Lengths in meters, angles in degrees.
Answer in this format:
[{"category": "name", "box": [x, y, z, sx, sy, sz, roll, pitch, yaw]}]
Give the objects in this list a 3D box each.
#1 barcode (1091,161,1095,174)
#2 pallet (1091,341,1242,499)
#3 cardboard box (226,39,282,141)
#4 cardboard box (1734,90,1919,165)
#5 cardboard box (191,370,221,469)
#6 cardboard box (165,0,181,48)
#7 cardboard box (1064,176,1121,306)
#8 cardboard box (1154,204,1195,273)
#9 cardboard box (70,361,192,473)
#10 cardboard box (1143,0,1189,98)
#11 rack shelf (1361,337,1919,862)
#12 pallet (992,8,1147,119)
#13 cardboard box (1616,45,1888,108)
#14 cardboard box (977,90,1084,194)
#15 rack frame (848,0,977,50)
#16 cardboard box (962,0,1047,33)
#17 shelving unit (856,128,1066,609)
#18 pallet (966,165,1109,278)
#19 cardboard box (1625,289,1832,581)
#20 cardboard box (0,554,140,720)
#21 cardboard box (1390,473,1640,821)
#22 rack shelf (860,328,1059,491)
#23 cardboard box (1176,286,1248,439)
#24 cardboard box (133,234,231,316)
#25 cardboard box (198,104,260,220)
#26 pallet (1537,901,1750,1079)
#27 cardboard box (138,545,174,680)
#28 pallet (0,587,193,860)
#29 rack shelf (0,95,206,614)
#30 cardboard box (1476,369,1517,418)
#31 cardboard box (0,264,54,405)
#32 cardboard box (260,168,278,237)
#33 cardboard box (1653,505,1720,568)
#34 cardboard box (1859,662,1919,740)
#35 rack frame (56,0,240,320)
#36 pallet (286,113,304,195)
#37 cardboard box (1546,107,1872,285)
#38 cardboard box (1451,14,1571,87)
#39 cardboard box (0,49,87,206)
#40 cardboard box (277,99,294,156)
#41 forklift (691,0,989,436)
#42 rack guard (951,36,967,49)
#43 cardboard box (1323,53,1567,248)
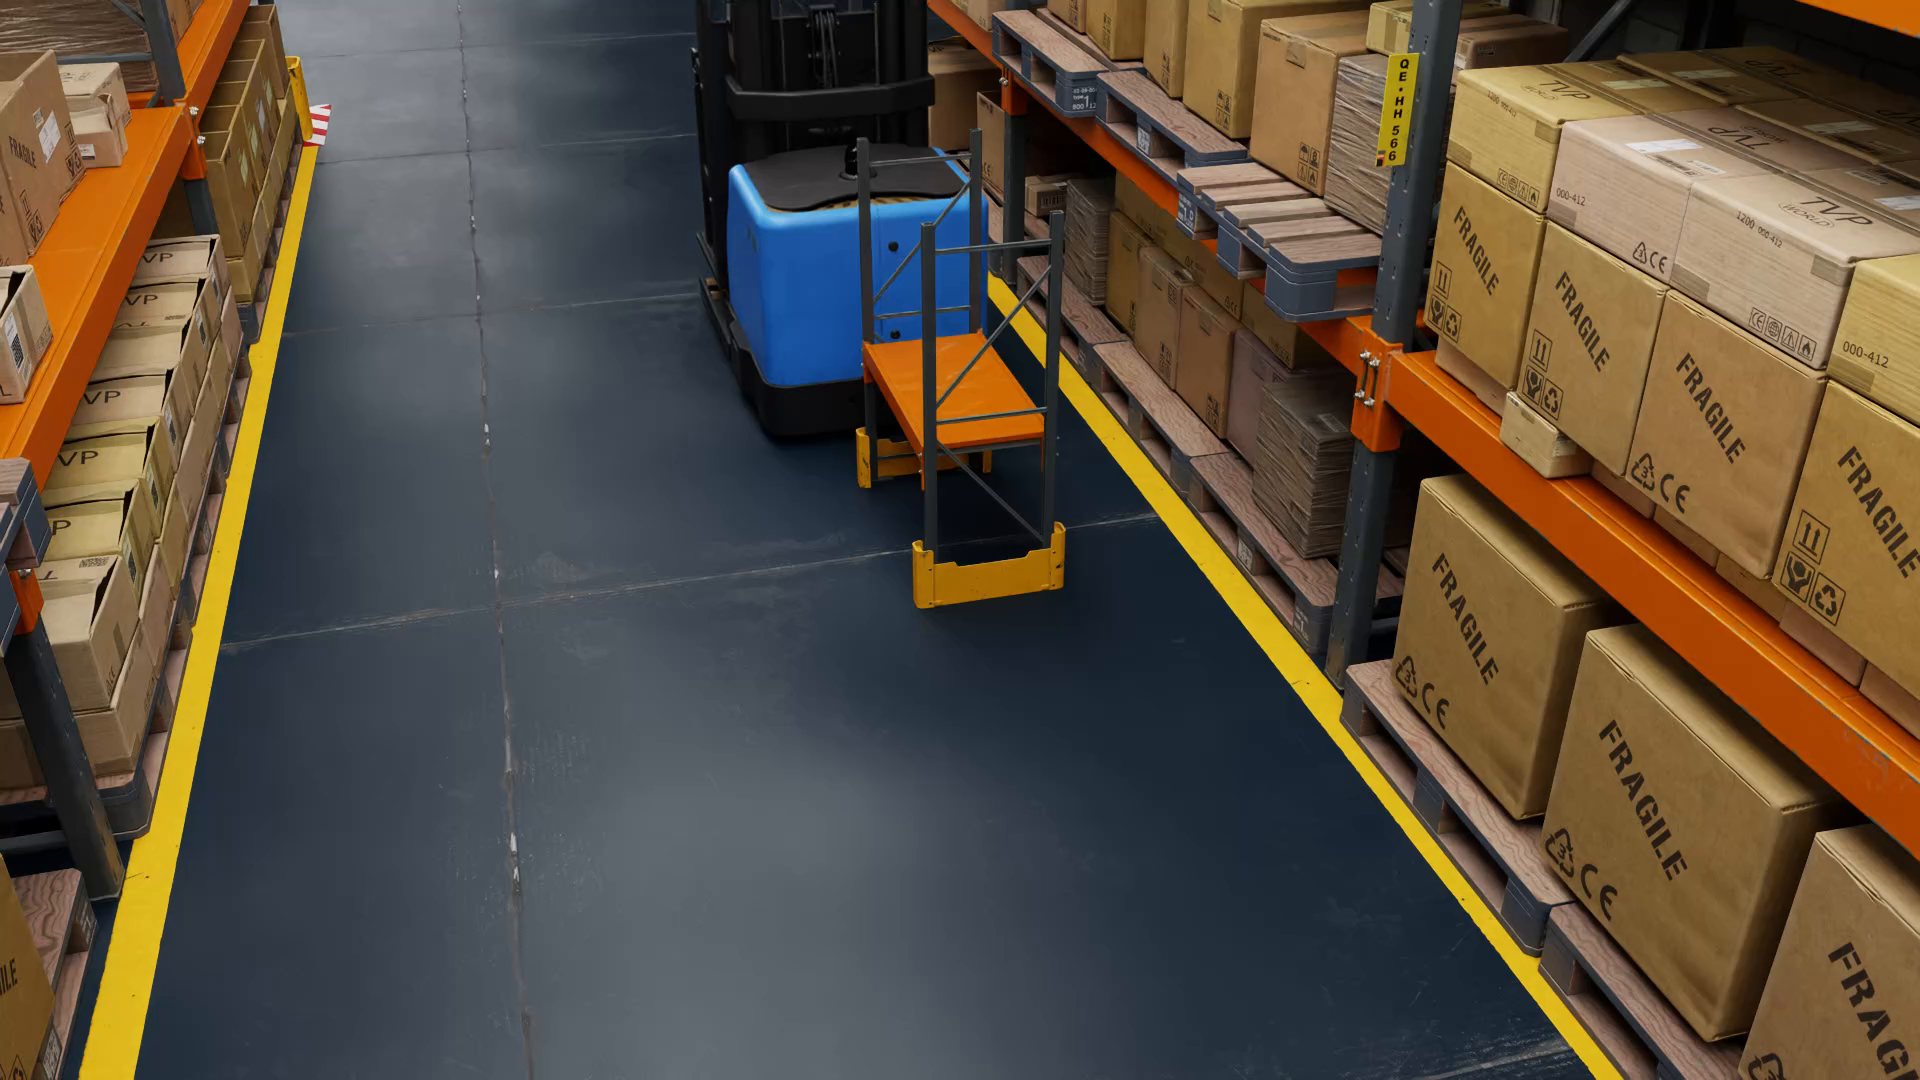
[{"category": "barcode", "box": [0.797, -2.228, 9.940, 0.001, 0.075, 0.075, -8, 31, -13]}, {"category": "pallet", "box": [1.268, -0.617, 7.605, 1.003, 0.211, 1.213, -8, 31, -13]}, {"category": "cardboard box", "box": [-4.395, -2.677, 9.958, 0.500, 0.500, 0.500, -8, 31, -13]}, {"category": "cardboard box", "box": [2.299, -0.928, 4.194, 0.500, 0.250, 0.500, -9, 31, -15]}, {"category": "cardboard box", "box": [-3.384, -0.468, 6.890, 0.500, 0.250, 0.500, -7, 31, -12]}, {"category": "cardboard box", "box": [-4.312, -2.640, 8.217, 0.700, 0.500, 0.500, -8, 31, -14]}, {"category": "cardboard box", "box": [0.944, -1.545, 8.482, 0.700, 0.500, 0.500, -7, 31, -12]}, {"category": "cardboard box", "box": [1.206, -1.407, 7.494, 0.500, 0.250, 0.500, -9, 31, -15]}, {"category": "cardboard box", "box": [-3.254, -0.471, 6.336, 0.500, 0.311, 0.500, -8, 31, -14]}, {"category": "cardboard box", "box": [1.181, -2.189, 6.998, 0.700, 0.500, 0.500, -4, 30, -6]}, {"category": "rack shelf", "box": [2.326, 0.419, 3.749, 1.077, 0.370, 4.000, -8, 31, -13]}, {"category": "pallet", "box": [0.796, -2.318, 7.953, 1.003, 0.211, 1.213, -8, 31, -13]}, {"category": "cardboard box", "box": [2.165, -1.179, 4.627, 0.500, 0.250, 0.500, -7, 31, -12]}, {"category": "cardboard box", "box": [0.419, -2.395, 9.949, 0.500, 0.500, 0.500, -10, 32, -17]}, {"category": "rack frame", "box": [-0.329, -4.722, 11.914, 1.000, 3.000, 0.127, -8, 31, -13]}, {"category": "cardboard box", "box": [0.315, -2.922, 8.934, 0.500, 0.250, 0.500, -8, 31, -13]}, {"category": "shelving unit", "box": [-0.020, -0.686, 6.438, 0.587, 1.500, 1.083, -8, 31, -13]}, {"category": "pallet", "box": [0.521, -1.903, 9.827, 1.003, 0.211, 1.213, -8, 31, -13]}, {"category": "cardboard box", "box": [1.938, -0.276, 3.816, 0.500, 0.500, 0.500, -8, 31, -13]}, {"category": "cardboard box", "box": [-2.836, 0.276, 5.045, 0.500, 0.311, 0.500, -7, 31, -12]}, {"category": "cardboard box", "box": [1.863, 0.263, 5.028, 0.750, 0.750, 0.750, -8, 31, -14]}, {"category": "rack shelf", "box": [-0.023, -0.535, 6.536, 0.538, 0.185, 1.000, -8, 31, -13]}, {"category": "cardboard box", "box": [1.369, -0.808, 7.208, 0.700, 0.500, 0.500, -8, 31, -14]}, {"category": "cardboard box", "box": [-3.658, -1.206, 7.606, 0.500, 0.311, 0.500, -8, 31, -13]}, {"category": "cardboard box", "box": [-4.004, -1.952, 8.705, 0.500, 0.500, 0.500, -8, 31, -13]}, {"category": "pallet", "box": [2.251, 1.328, 4.245, 1.003, 0.211, 1.213, -8, 31, -13]}, {"category": "cardboard box", "box": [-2.970, 0.276, 5.604, 0.500, 0.250, 0.500, -9, 31, -15]}, {"category": "pallet", "box": [-3.161, 0.606, 5.492, 1.003, 0.211, 1.213, -8, 31, -13]}, {"category": "rack shelf", "box": [-3.511, -0.852, 5.946, 1.077, 0.370, 4.000, -8, 31, -13]}, {"category": "cardboard box", "box": [1.717, -0.445, 4.756, 0.380, 0.149, 0.250, -7, 31, -13]}, {"category": "cardboard box", "box": [-3.031, -0.617, 4.910, 0.500, 0.311, 0.500, -8, 31, -14]}, {"category": "cardboard box", "box": [-4.128, -1.870, 9.312, 0.500, 0.250, 0.500, -8, 31, -13]}, {"category": "cardboard box", "box": [1.969, -0.076, 4.119, 0.380, 0.149, 0.250, -7, 31, -12]}, {"category": "cardboard box", "box": [2.139, 0.299, 3.470, 0.380, 0.149, 0.250, -7, 31, -12]}, {"category": "rack frame", "box": [-4.042, -2.130, 7.435, 1.000, 3.000, 0.127, -8, 31, -13]}, {"category": "pallet", "box": [-4.860, -2.491, 10.843, 1.003, 0.211, 1.213, -8, 31, -13]}, {"category": "cardboard box", "box": [1.810, -0.850, 4.059, 0.500, 0.250, 0.500, -8, 31, -14]}, {"category": "cardboard box", "box": [1.674, -1.535, 5.221, 0.380, 0.149, 0.250, -12, 32, -20]}, {"category": "cardboard box", "box": [-3.714, -1.545, 6.326, 0.500, 0.500, 0.500, -6, 31, -10]}, {"category": "cardboard box", "box": [-4.532, -2.594, 10.562, 0.500, 0.250, 0.500, -8, 31, -13]}, {"category": "forklift", "box": [-0.760, -2.457, 8.068, 1.130, 2.935, 3.031, -8, 31, -14]}, {"category": "rack guard", "box": [-0.309, -3.603, 12.476, 1.175, 0.500, 0.348, -8, 31, -13]}, {"category": "cardboard box", "box": [1.660, -1.317, 5.493, 0.700, 0.500, 0.500, -12, 32, -19]}]
